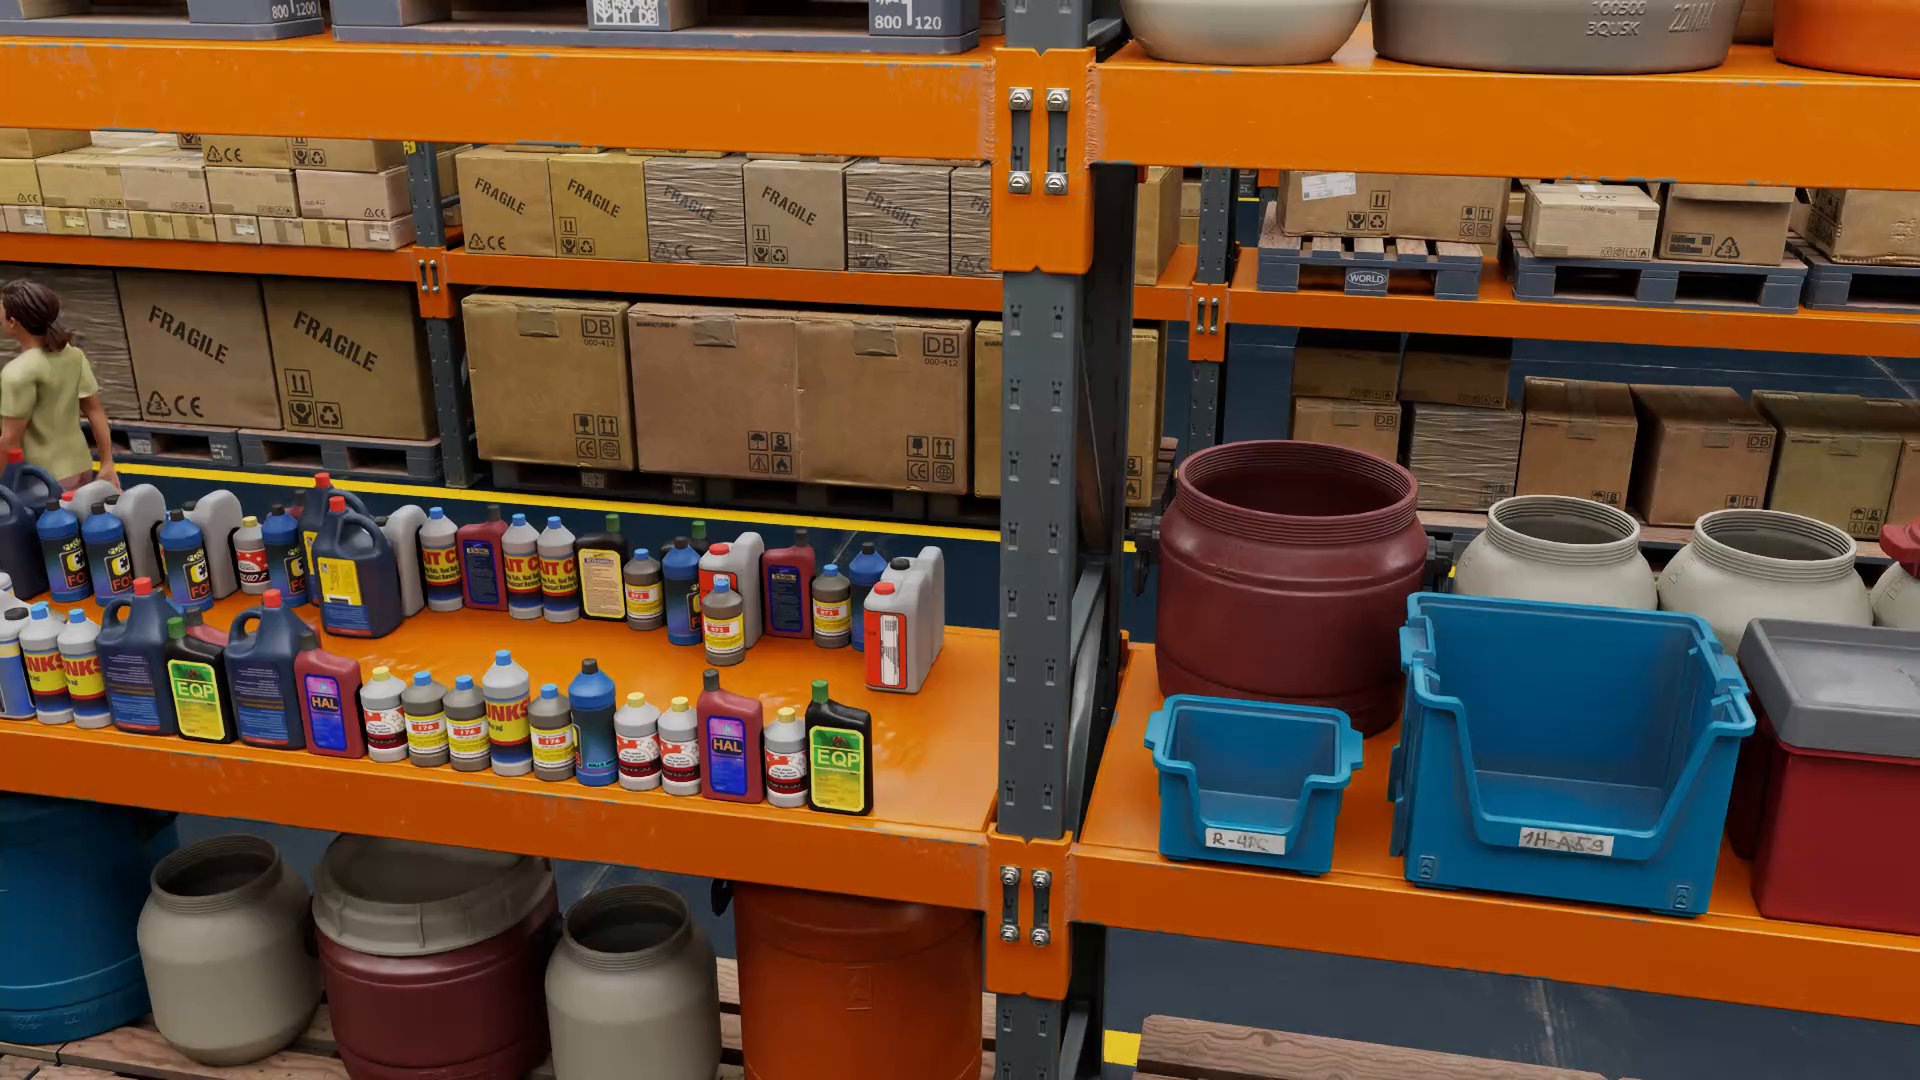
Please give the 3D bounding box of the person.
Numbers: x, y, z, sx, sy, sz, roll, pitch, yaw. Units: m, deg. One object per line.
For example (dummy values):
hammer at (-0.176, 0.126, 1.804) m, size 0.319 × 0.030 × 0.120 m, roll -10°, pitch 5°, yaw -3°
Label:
person at (-3.709, -0.255, 6.729) m, size 1.026 × 1.618 × 0.450 m, roll 1°, pitch 22°, yaw 2°
